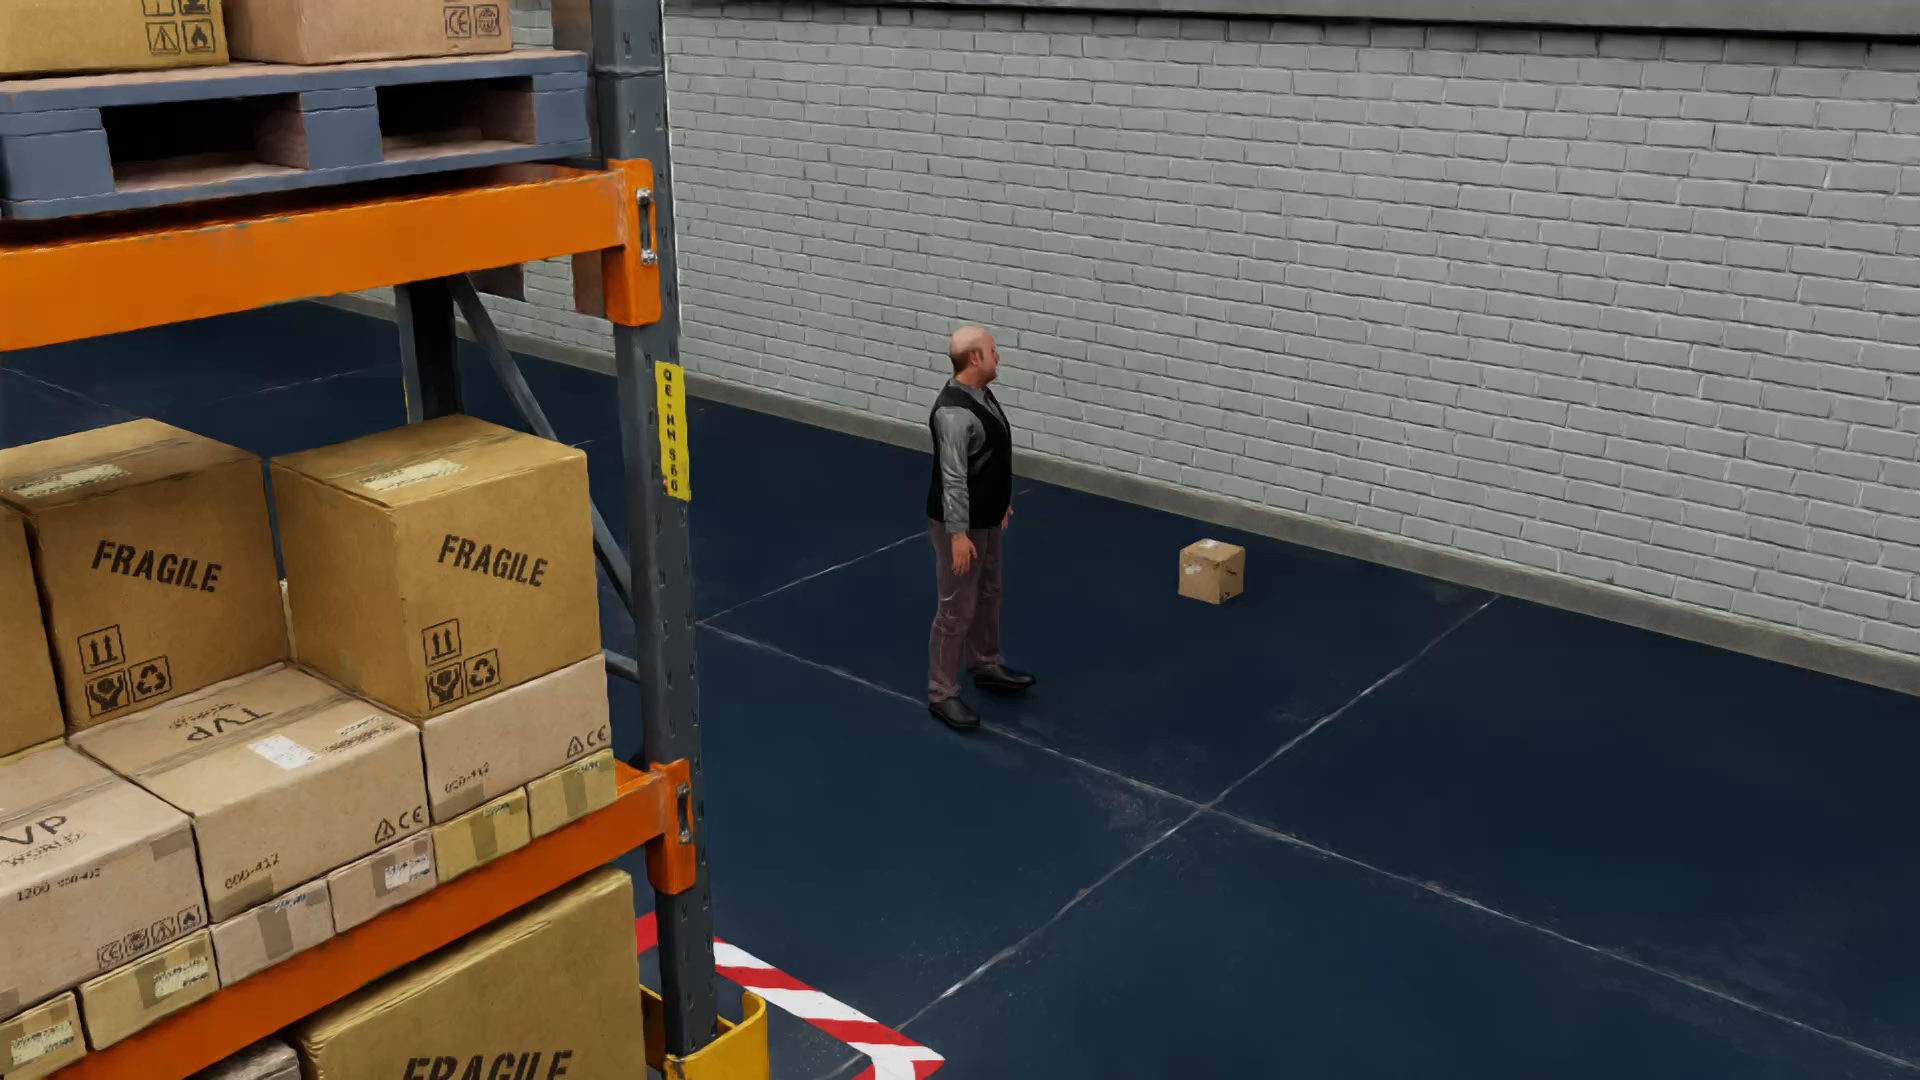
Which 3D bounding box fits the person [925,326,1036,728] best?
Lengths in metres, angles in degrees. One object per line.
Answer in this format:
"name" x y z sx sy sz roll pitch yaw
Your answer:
"person" 0.089 -0.077 7.240 0.470 1.731 0.591 4 20 11
